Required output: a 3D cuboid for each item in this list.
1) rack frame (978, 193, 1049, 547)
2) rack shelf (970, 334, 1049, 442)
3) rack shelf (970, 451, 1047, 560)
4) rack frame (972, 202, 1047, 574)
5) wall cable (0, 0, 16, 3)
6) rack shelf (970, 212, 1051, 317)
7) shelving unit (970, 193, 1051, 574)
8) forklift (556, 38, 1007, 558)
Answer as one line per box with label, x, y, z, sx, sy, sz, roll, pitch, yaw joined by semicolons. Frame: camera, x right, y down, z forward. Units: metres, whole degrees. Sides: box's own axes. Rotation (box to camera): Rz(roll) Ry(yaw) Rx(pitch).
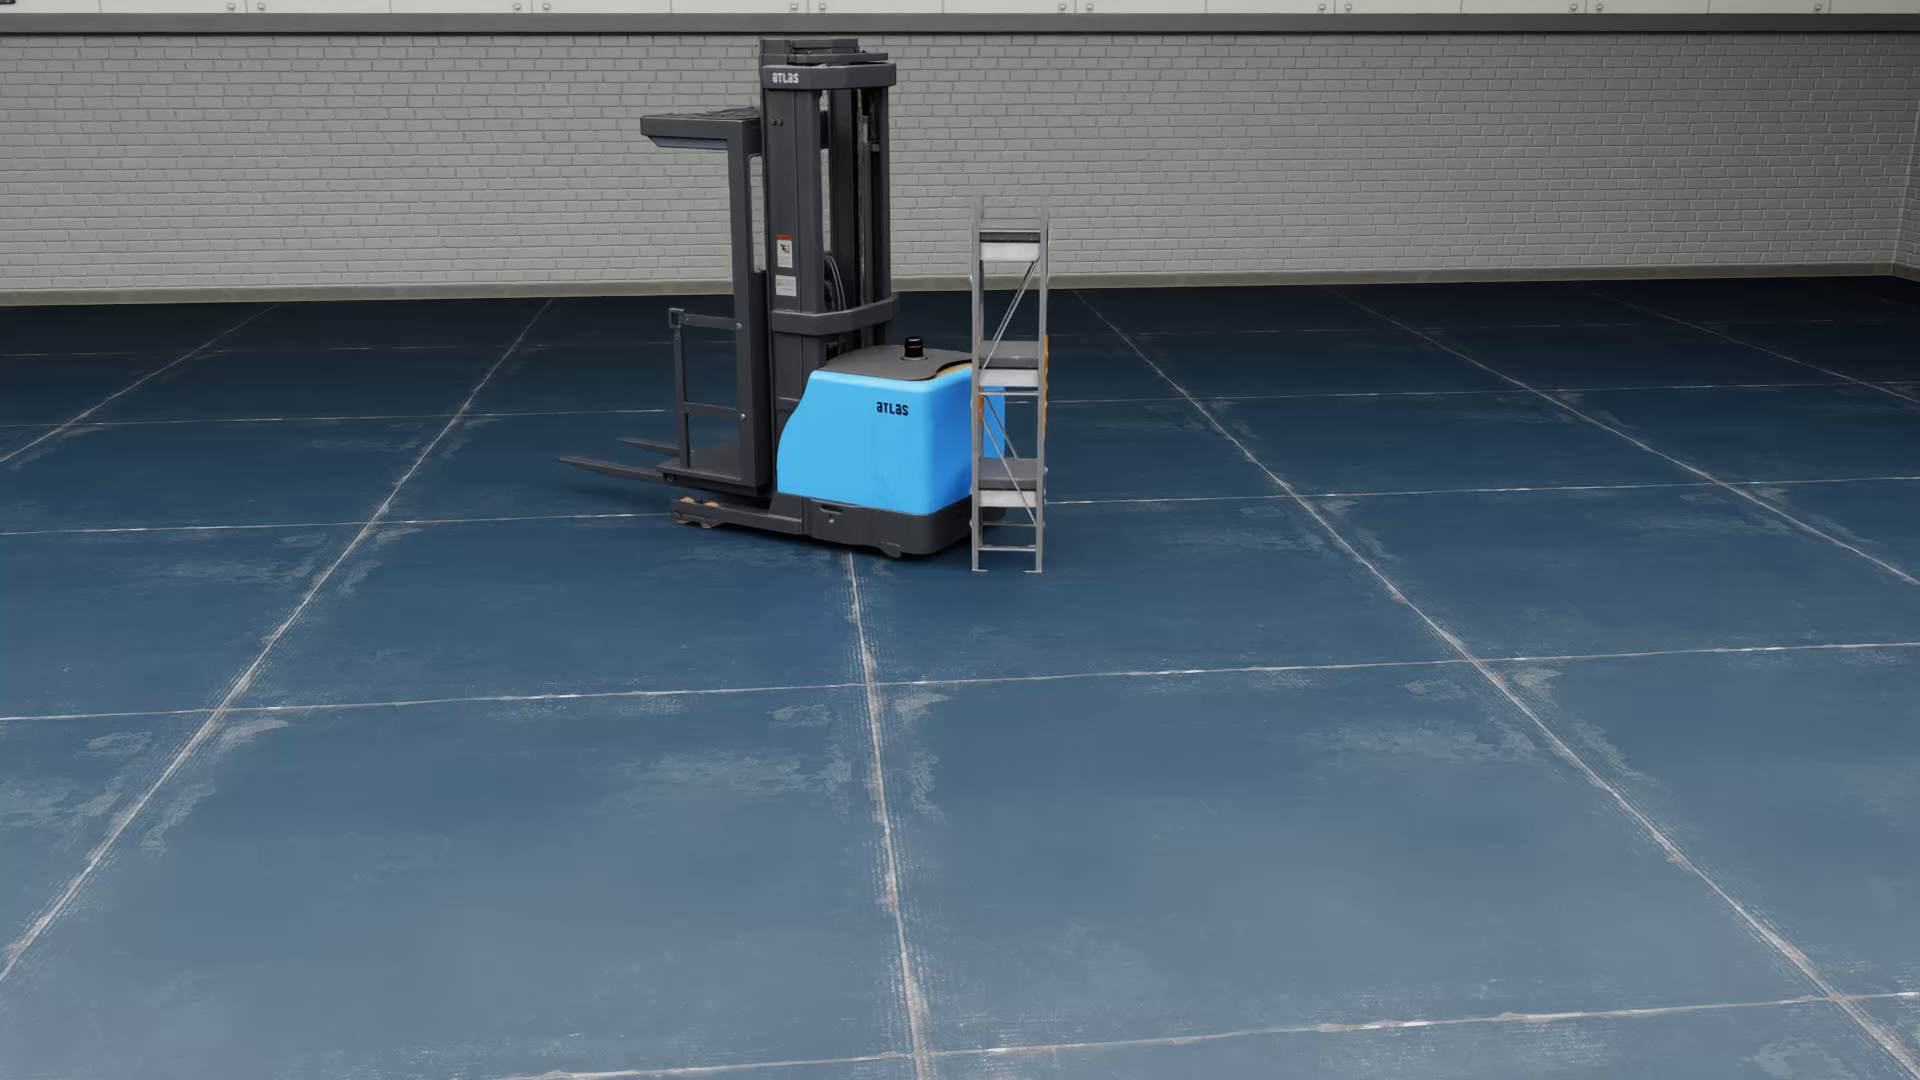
rack frame;0.303;-0.960;9.729;0.400;2.100;0.015;1;17;4
rack shelf;0.286;-0.874;9.501;0.431;0.518;0.480;1;17;4
rack shelf;0.286;-0.206;9.711;0.431;0.518;0.480;1;17;4
rack frame;0.270;-0.814;9.265;0.400;2.100;0.015;1;17;4
wall cable;-9.132;-8.546;16.697;2.305;6.003;0.169;-2;18;-6
rack shelf;0.286;-1.542;9.291;0.431;0.518;0.480;1;17;4
shelving unit;0.286;-0.887;9.497;0.431;2.100;0.503;1;17;4
forklift;-1.243;-1.595;10.364;3.031;2.935;1.130;10;20;28
